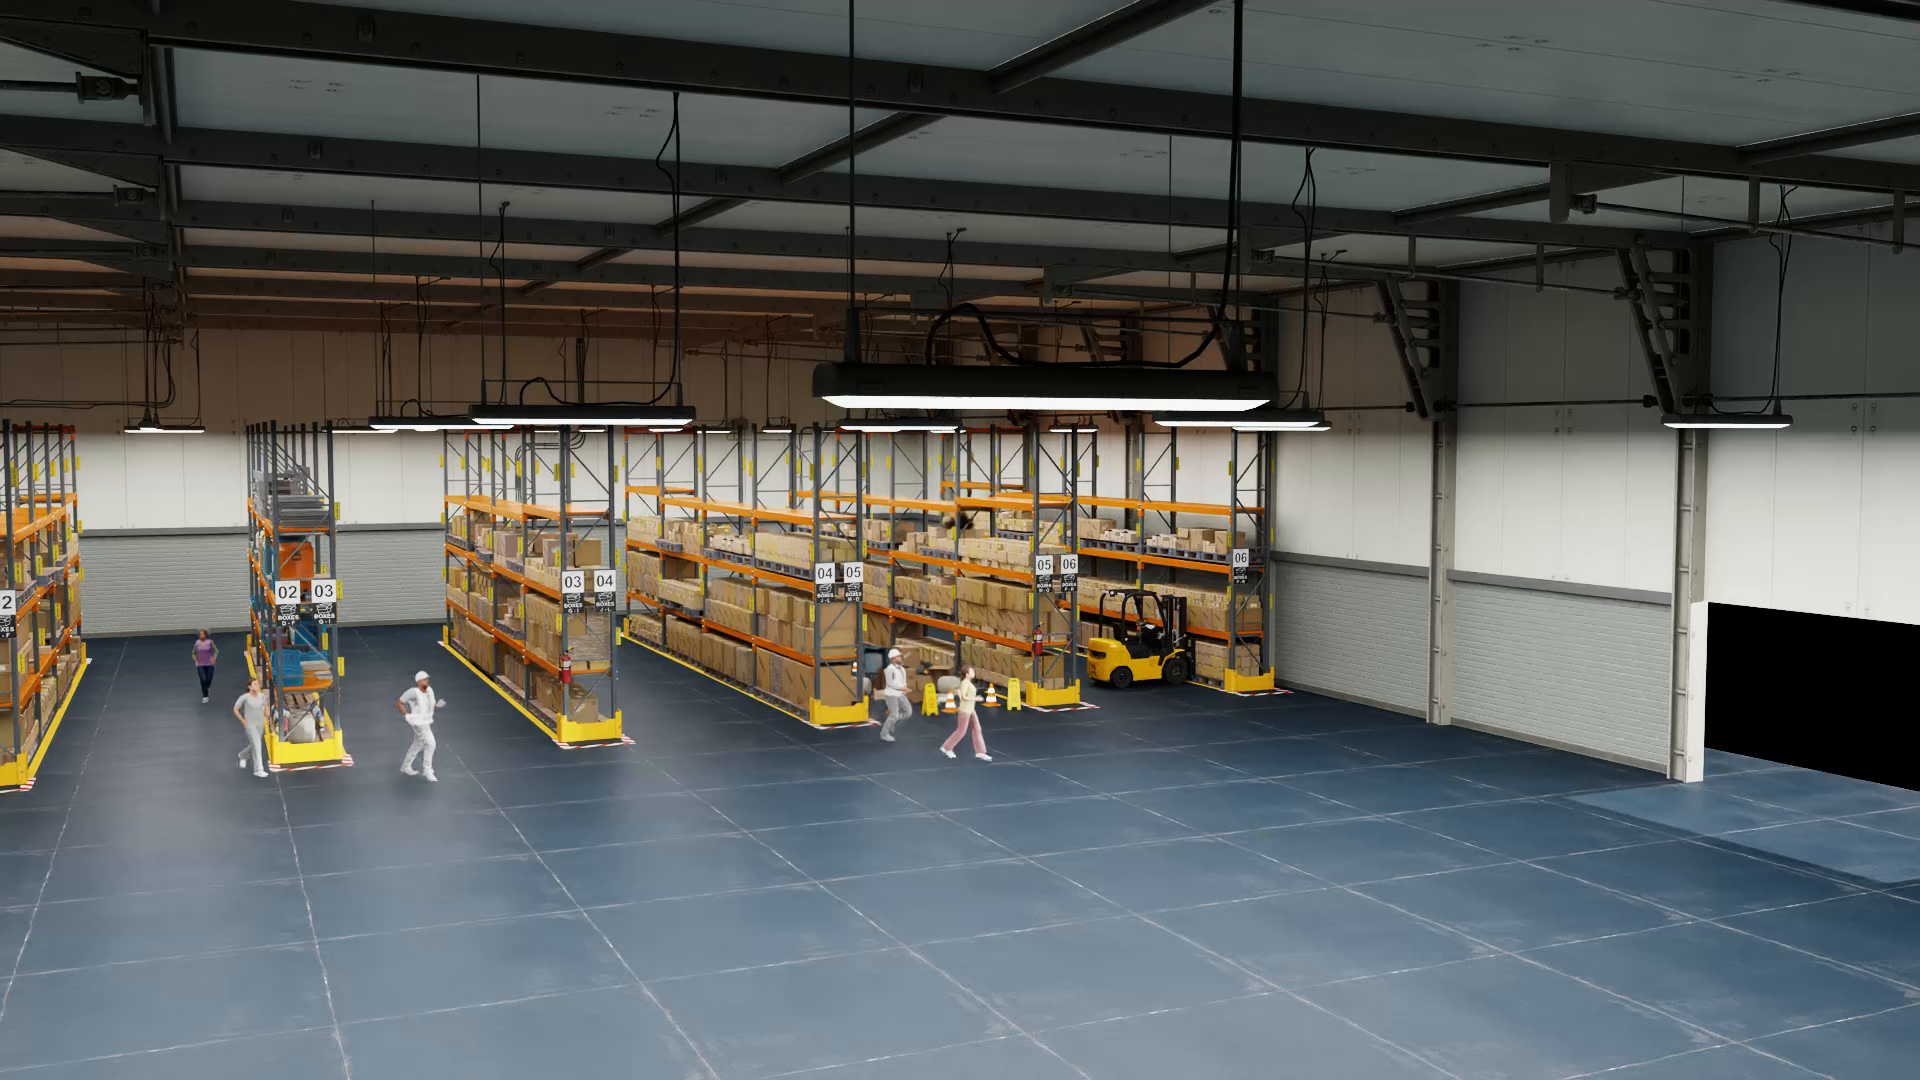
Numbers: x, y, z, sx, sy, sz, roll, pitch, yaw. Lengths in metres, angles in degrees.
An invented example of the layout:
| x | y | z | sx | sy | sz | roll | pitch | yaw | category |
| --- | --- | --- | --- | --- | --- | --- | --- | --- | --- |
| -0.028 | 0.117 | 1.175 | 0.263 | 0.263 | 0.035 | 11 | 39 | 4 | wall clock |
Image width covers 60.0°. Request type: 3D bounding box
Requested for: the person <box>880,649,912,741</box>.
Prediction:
| x | y | z | sx | sy | sz | roll | pitch | yaw | category |
| --- | --- | --- | --- | --- | --- | --- | --- | --- | --- |
| -1.171 | 2.903 | 31.265 | 0.679 | 1.729 | 0.687 | 2 | 4 | 29 | person |

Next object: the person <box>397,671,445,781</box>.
| x | y | z | sx | sy | sz | roll | pitch | yaw | category |
| --- | --- | --- | --- | --- | --- | --- | --- | --- | --- |
| -8.989 | 3.109 | 27.777 | 0.786 | 1.852 | 0.645 | 1 | 4 | 10 | person |

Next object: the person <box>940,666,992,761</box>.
| x | y | z | sx | sy | sz | roll | pitch | yaw | category |
| --- | --- | --- | --- | --- | --- | --- | --- | --- | --- |
| 0.103 | 3.042 | 29.258 | 0.917 | 1.683 | 0.566 | 1 | 4 | 12 | person |

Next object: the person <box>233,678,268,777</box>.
| x | y | z | sx | sy | sz | roll | pitch | yaw | category |
| --- | --- | --- | --- | --- | --- | --- | --- | --- | --- |
| -11.978 | 3.150 | 28.124 | 0.843 | 1.650 | 0.575 | 2 | 4 | 33 | person |

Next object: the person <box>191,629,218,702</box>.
| x | y | z | sx | sy | sz | roll | pitch | yaw | category |
| --- | --- | --- | --- | --- | --- | --- | --- | --- | --- |
| -16.309 | 2.707 | 35.923 | 0.537 | 1.568 | 0.506 | -1 | 4 | -19 | person |
